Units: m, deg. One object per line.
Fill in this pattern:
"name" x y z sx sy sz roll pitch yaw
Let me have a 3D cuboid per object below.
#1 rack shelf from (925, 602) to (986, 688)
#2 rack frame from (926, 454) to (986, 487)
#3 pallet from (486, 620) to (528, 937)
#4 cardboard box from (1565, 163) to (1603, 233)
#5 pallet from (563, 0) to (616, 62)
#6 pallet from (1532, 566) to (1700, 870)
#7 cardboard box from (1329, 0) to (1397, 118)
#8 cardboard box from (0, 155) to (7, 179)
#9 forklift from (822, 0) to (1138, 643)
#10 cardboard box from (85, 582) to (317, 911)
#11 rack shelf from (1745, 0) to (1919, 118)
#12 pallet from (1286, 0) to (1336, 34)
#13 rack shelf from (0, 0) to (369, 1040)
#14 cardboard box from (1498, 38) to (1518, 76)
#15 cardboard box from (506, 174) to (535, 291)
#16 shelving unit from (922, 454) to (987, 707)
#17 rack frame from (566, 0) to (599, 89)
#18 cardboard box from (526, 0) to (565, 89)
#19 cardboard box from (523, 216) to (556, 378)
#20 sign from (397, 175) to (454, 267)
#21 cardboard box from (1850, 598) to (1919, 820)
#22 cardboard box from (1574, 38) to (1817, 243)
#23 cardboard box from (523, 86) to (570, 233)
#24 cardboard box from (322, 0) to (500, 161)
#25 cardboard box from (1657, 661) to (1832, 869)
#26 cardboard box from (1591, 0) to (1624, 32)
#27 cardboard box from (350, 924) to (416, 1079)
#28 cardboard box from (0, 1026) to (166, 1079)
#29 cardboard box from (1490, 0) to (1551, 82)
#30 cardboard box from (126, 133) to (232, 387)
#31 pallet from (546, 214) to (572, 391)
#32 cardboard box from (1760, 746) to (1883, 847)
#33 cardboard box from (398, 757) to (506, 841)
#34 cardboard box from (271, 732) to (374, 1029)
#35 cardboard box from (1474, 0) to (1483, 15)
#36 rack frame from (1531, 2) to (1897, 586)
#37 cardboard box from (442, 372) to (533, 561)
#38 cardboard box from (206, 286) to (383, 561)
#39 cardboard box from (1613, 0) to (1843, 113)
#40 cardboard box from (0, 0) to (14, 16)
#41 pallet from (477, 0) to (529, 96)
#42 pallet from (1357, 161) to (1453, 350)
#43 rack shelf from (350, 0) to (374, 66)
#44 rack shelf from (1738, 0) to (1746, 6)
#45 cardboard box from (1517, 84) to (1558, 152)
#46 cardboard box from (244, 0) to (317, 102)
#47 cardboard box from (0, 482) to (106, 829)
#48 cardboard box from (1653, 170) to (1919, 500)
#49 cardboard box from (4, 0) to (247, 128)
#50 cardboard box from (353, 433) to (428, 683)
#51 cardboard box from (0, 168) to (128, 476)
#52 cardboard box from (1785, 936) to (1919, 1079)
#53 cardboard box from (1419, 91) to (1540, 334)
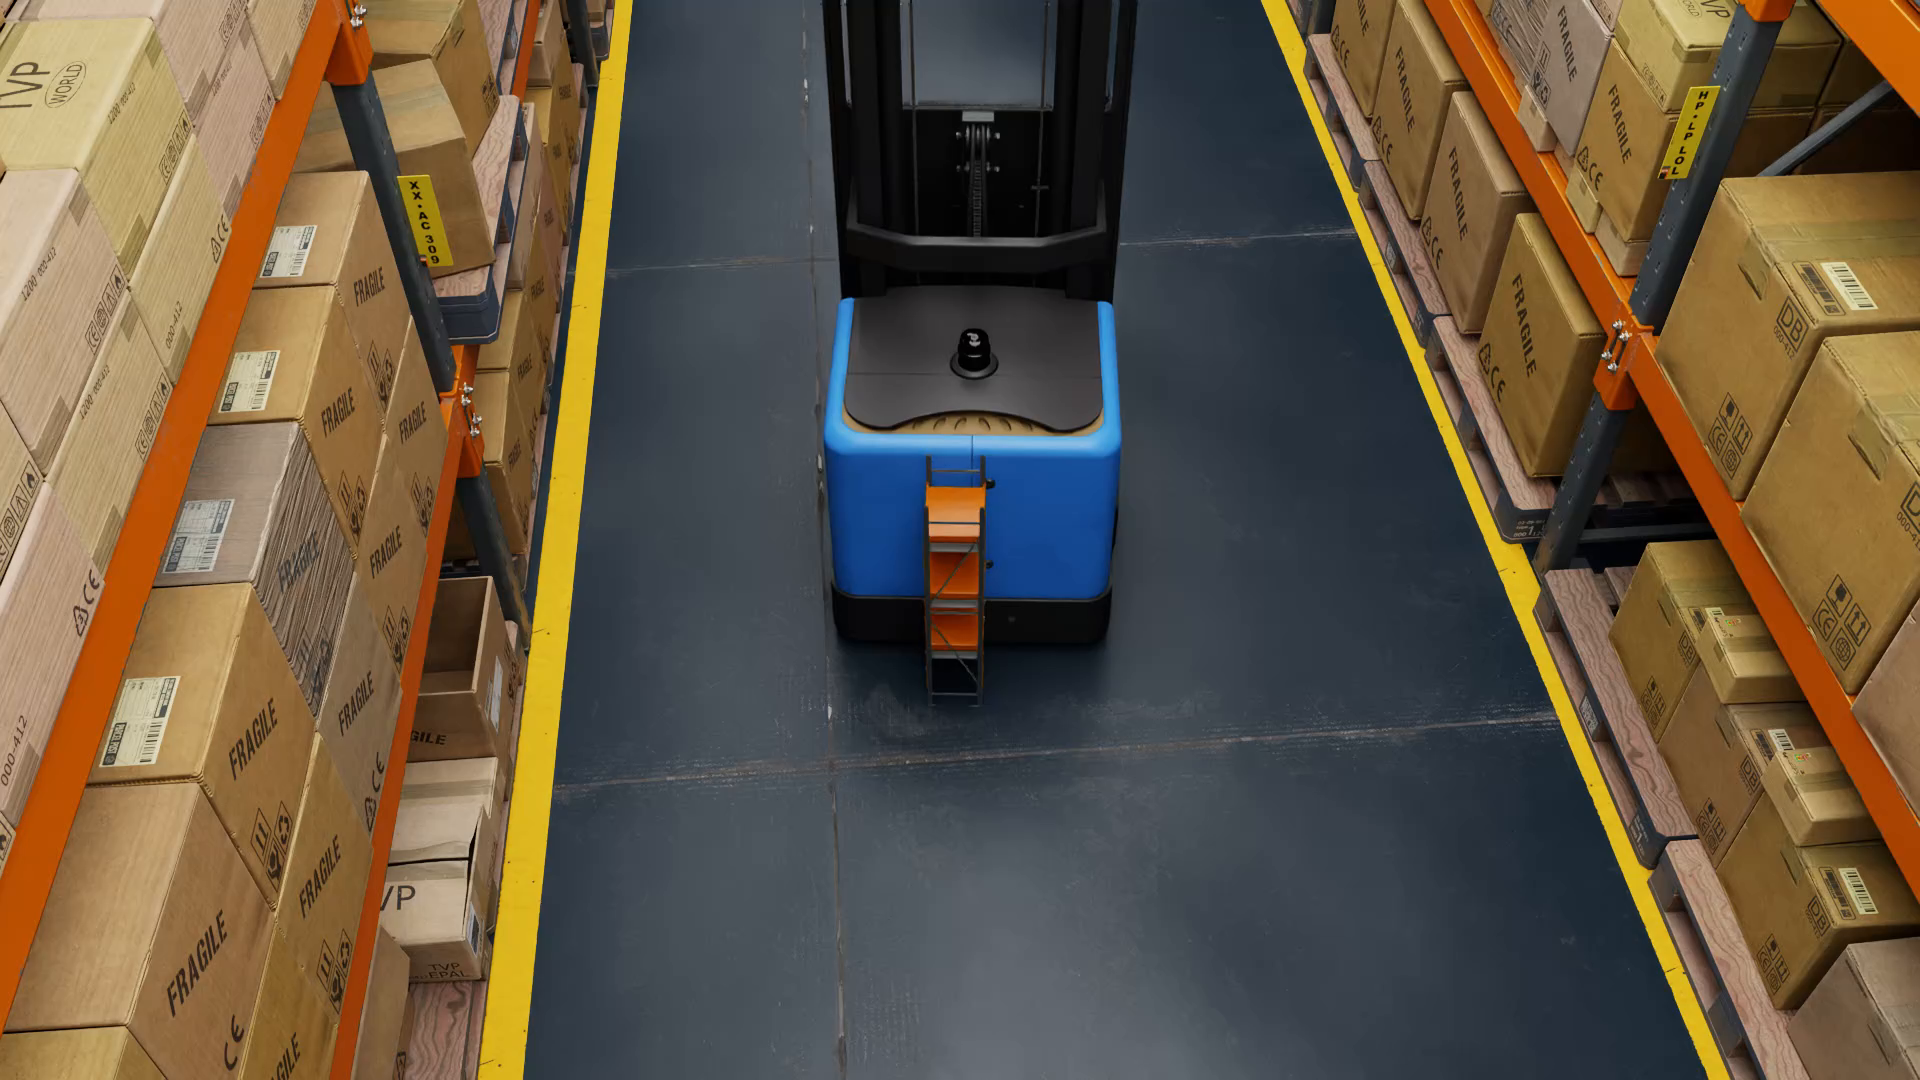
"rack shelf" -0.017 0.365 6.079 0.215 0.259 0.240 1 47 1
"rack frame" -0.014 0.078 5.953 0.200 1.050 0.008 1 47 1
"pallet" -2.090 0.838 5.811 1.003 0.211 1.213 -3 47 -3
"cardboard box" 2.434 -1.251 6.028 0.380 0.149 0.250 -3 47 -3
"pallet" -2.512 -3.151 9.589 1.003 0.211 1.213 -3 47 -3
"pallet" 2.775 0.592 6.044 1.003 0.211 1.213 -3 47 -3
"cardboard box" 2.385 -2.681 8.415 0.750 0.750 0.750 -4 47 -4
"cardboard box" -1.926 -0.594 2.423 0.700 0.500 0.500 -3 47 -3
"forklift" 0.074 -1.673 6.316 1.130 2.935 3.031 1 47 1
"cardboard box" -1.718 0.453 3.497 0.500 0.500 0.500 -4 47 -4
"rack shelf" 2.957 -0.259 3.359 1.077 0.370 4.000 -3 47 -3
"pallet" 2.390 -3.423 9.846 1.003 0.211 1.213 -3 47 -3
"rack shelf" -1.979 0.045 3.071 1.077 0.370 4.000 -3 47 -3
"cardboard box" 2.416 -1.992 6.730 0.380 0.149 0.250 -5 47 -4
"cardboard box" -2.028 -1.256 6.776 0.500 0.250 0.500 -3 47 -3
"shelving unit" -0.017 0.167 5.869 0.215 1.050 0.252 1 47 1
"rack frame" -2.482 -3.512 8.010 1.000 3.000 0.127 -3 47 -3
"cardboard box" -2.160 -2.359 7.820 0.500 0.250 0.500 -2 47 -2
"cardboard box" -2.034 -1.022 7.071 0.500 0.500 0.500 -3 47 -3
"sign" -1.607 -0.954 4.992 0.100 0.325 0.005 -3 47 -3
"cardboard box" 2.945 0.423 4.077 0.980 0.700 0.700 -6 47 -5
"cardboard box" 2.499 -1.384 5.707 0.500 0.500 0.500 -4 47 -4
"cardboard box" -2.126 -1.767 7.776 0.500 0.500 0.500 -5 47 -5
"cardboard box" -2.084 -1.647 5.886 0.700 0.500 0.500 3 47 3
"cardboard box" 2.788 0.704 5.450 0.700 0.500 0.500 -4 47 -4
"cardboard box" 2.462 -2.016 5.790 0.500 0.250 0.500 -3 47 -2
"cardboard box" -1.984 1.448 4.729 0.797 0.503 0.637 -3 47 -3
"cardboard box" -1.638 1.183 2.806 0.500 0.500 0.500 -3 47 -3
"cardboard box" 2.413 -2.117 6.401 0.500 0.500 0.500 -3 47 -3
"cardboard box" -1.759 -0.539 3.232 0.500 0.250 0.500 -3 47 -3
"pallet" -2.358 -1.130 7.675 1.003 0.211 1.213 -3 47 -3
"cardboard box" 2.640 0.754 4.956 0.380 0.149 0.250 -5 47 -4
"cardboard box" -1.725 0.873 5.517 0.380 0.149 0.250 -3 47 -3
"cardboard box" -1.714 0.806 3.851 0.500 0.500 0.500 -3 47 -3
"cardboard box" 2.390 -2.375 7.093 0.380 0.149 0.250 -3 47 -3
"rack frame" 2.789 -0.922 5.557 1.000 3.000 0.127 -3 47 -3
"cardboard box" -1.944 -0.275 6.363 0.500 0.500 0.500 -5 47 -5
"cardboard box" -1.801 -0.276 4.188 0.500 0.500 0.500 -4 47 -4
"cardboard box" 2.495 -1.646 5.439 0.500 0.250 0.500 -2 47 -2
"cardboard box" -2.167 -1.308 3.099 0.700 0.500 0.500 -3 47 -3
"pallet" -2.314 -2.039 6.748 1.003 0.211 1.213 -3 47 -3
"pallet" 2.544 -1.402 7.932 1.003 0.211 1.213 -3 47 -3
"rack shelf" -2.314 -2.849 5.812 1.077 0.370 4.000 -3 47 -3
"rack shelf" 2.622 -3.153 6.100 1.077 0.370 4.000 -3 47 -3
"cardboard box" 2.377 -1.629 6.386 0.380 0.149 0.250 -3 47 -3
"cardboard box" -1.841 -1.262 3.917 0.500 0.250 0.500 -3 47 -3
"cardboard box" -1.674 0.185 2.547 0.500 0.250 0.500 -3 47 -3
"cardboard box" 2.818 -0.632 5.076 0.980 0.700 0.700 -3 47 -3
"cardboard box" -1.797 -1.073 3.393 0.500 0.250 0.500 -3 47 -3
"cardboard box" -1.805 0.066 4.552 0.500 0.500 0.500 -2 47 -2
"cardboard box" -1.716 -0.349 2.708 0.500 0.250 0.500 -3 47 -3
"cardboard box" 2.881 1.461 4.733 0.700 0.500 0.500 -5 47 -5
"cardboard box" 2.528 -1.432 7.232 0.750 0.750 0.750 -2 47 -2
